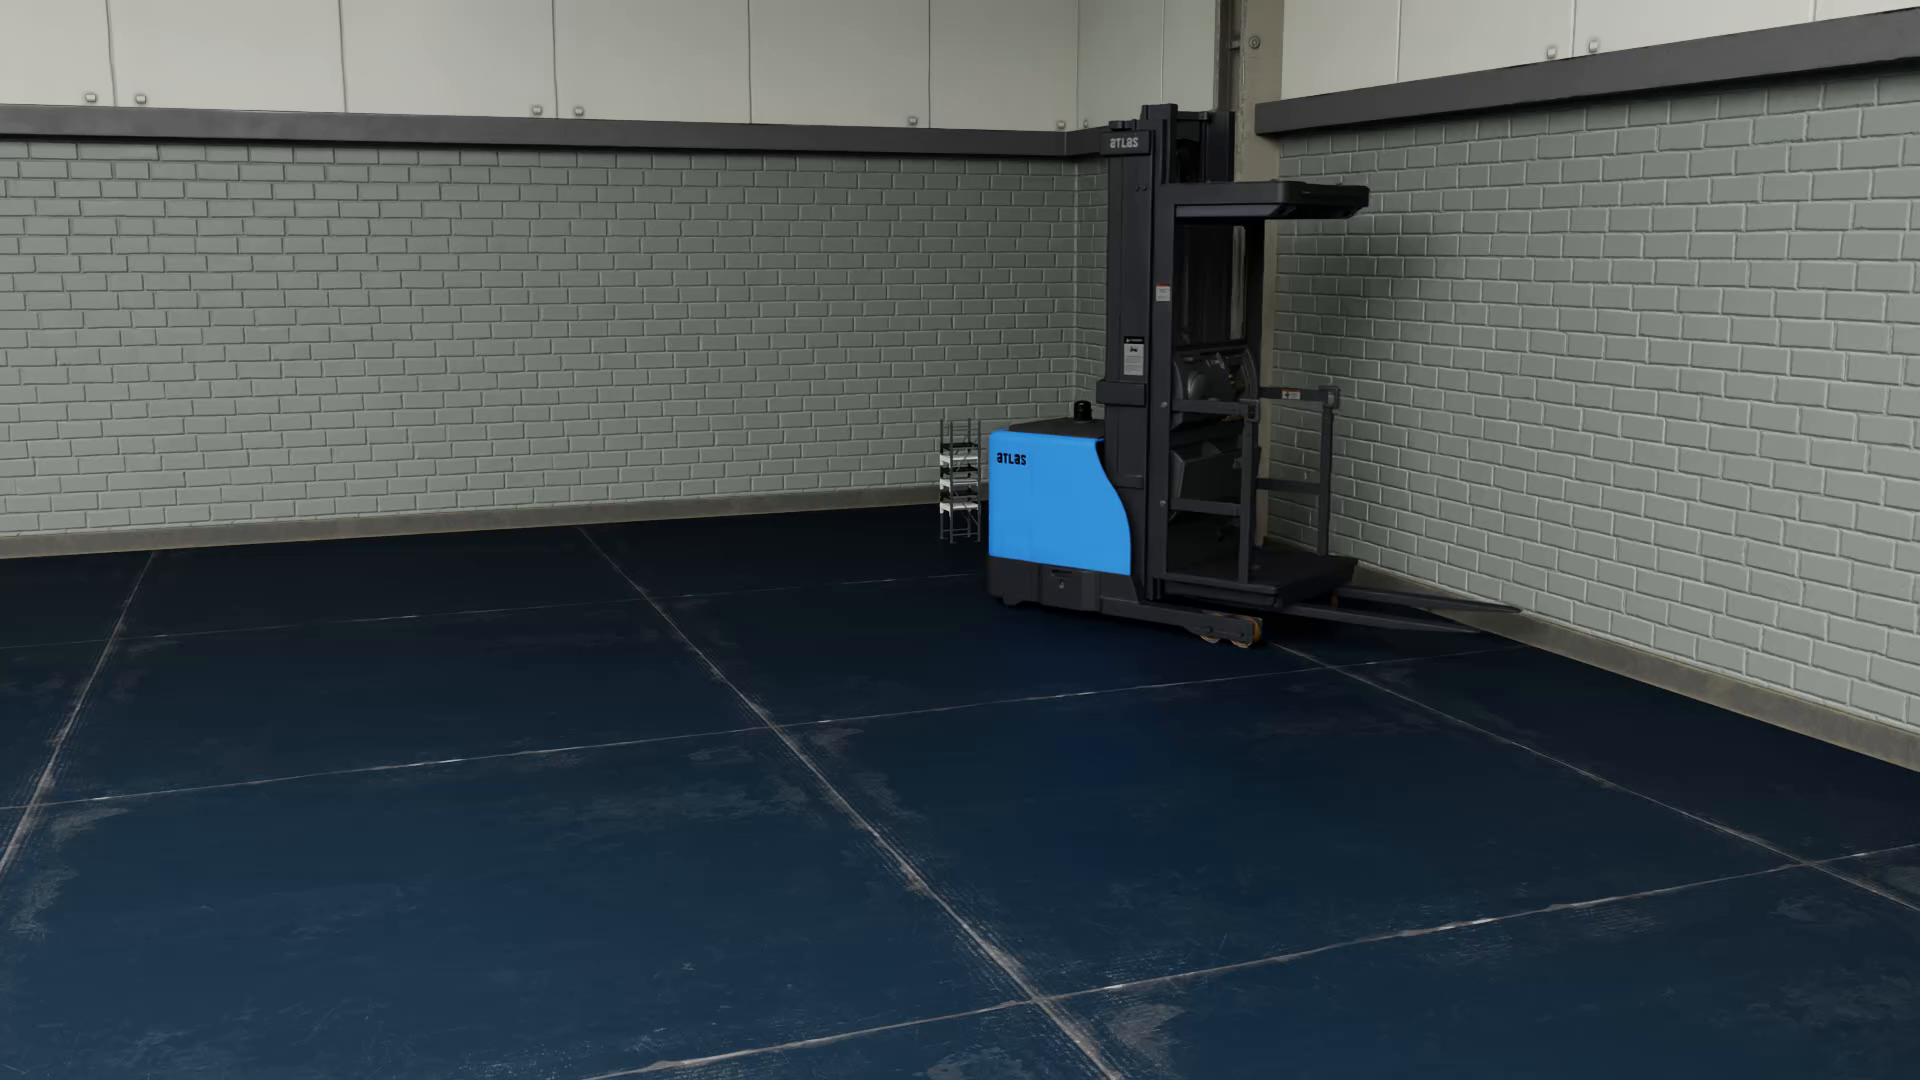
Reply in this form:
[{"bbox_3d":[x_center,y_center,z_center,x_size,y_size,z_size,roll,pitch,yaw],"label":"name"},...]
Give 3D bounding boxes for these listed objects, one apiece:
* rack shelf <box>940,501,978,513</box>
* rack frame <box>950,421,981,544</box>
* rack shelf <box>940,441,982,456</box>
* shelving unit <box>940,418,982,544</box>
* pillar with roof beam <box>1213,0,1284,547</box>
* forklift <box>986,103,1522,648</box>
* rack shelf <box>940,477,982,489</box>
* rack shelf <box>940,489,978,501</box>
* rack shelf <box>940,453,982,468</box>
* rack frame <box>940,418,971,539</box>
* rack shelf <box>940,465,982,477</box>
[{"bbox_3d":[0.003,-0.232,12.371,0.258,0.077,0.200,-4,11,-21],"label":"rack shelf"},{"bbox_3d":[0.040,-0.425,12.241,0.240,0.900,0.006,-4,11,-21],"label":"rack frame"},{"bbox_3d":[0.003,-0.675,12.292,0.258,0.077,0.200,-4,11,-21],"label":"rack shelf"},{"bbox_3d":[0.003,-0.442,12.334,0.258,0.900,0.210,-4,11,-21],"label":"shelving unit"},{"bbox_3d":[-2.061,-4.057,9.532,9.100,9.000,0.400,-4,11,-21],"label":"pillar with roof beam"},{"bbox_3d":[1.639,-0.958,9.437,3.031,2.935,1.130,8,13,36],"label":"forklift"},{"bbox_3d":[0.003,-0.409,12.340,0.258,0.077,0.200,-4,11,-21],"label":"rack shelf"},{"bbox_3d":[0.003,-0.320,12.355,0.258,0.077,0.200,-4,11,-21],"label":"rack shelf"},{"bbox_3d":[0.003,-0.586,12.308,0.258,0.077,0.200,-4,11,-21],"label":"rack shelf"},{"bbox_3d":[-0.034,-0.458,12.427,0.240,0.900,0.006,-4,11,-21],"label":"rack frame"},{"bbox_3d":[0.003,-0.498,12.324,0.258,0.077,0.200,-4,11,-21],"label":"rack shelf"}]
